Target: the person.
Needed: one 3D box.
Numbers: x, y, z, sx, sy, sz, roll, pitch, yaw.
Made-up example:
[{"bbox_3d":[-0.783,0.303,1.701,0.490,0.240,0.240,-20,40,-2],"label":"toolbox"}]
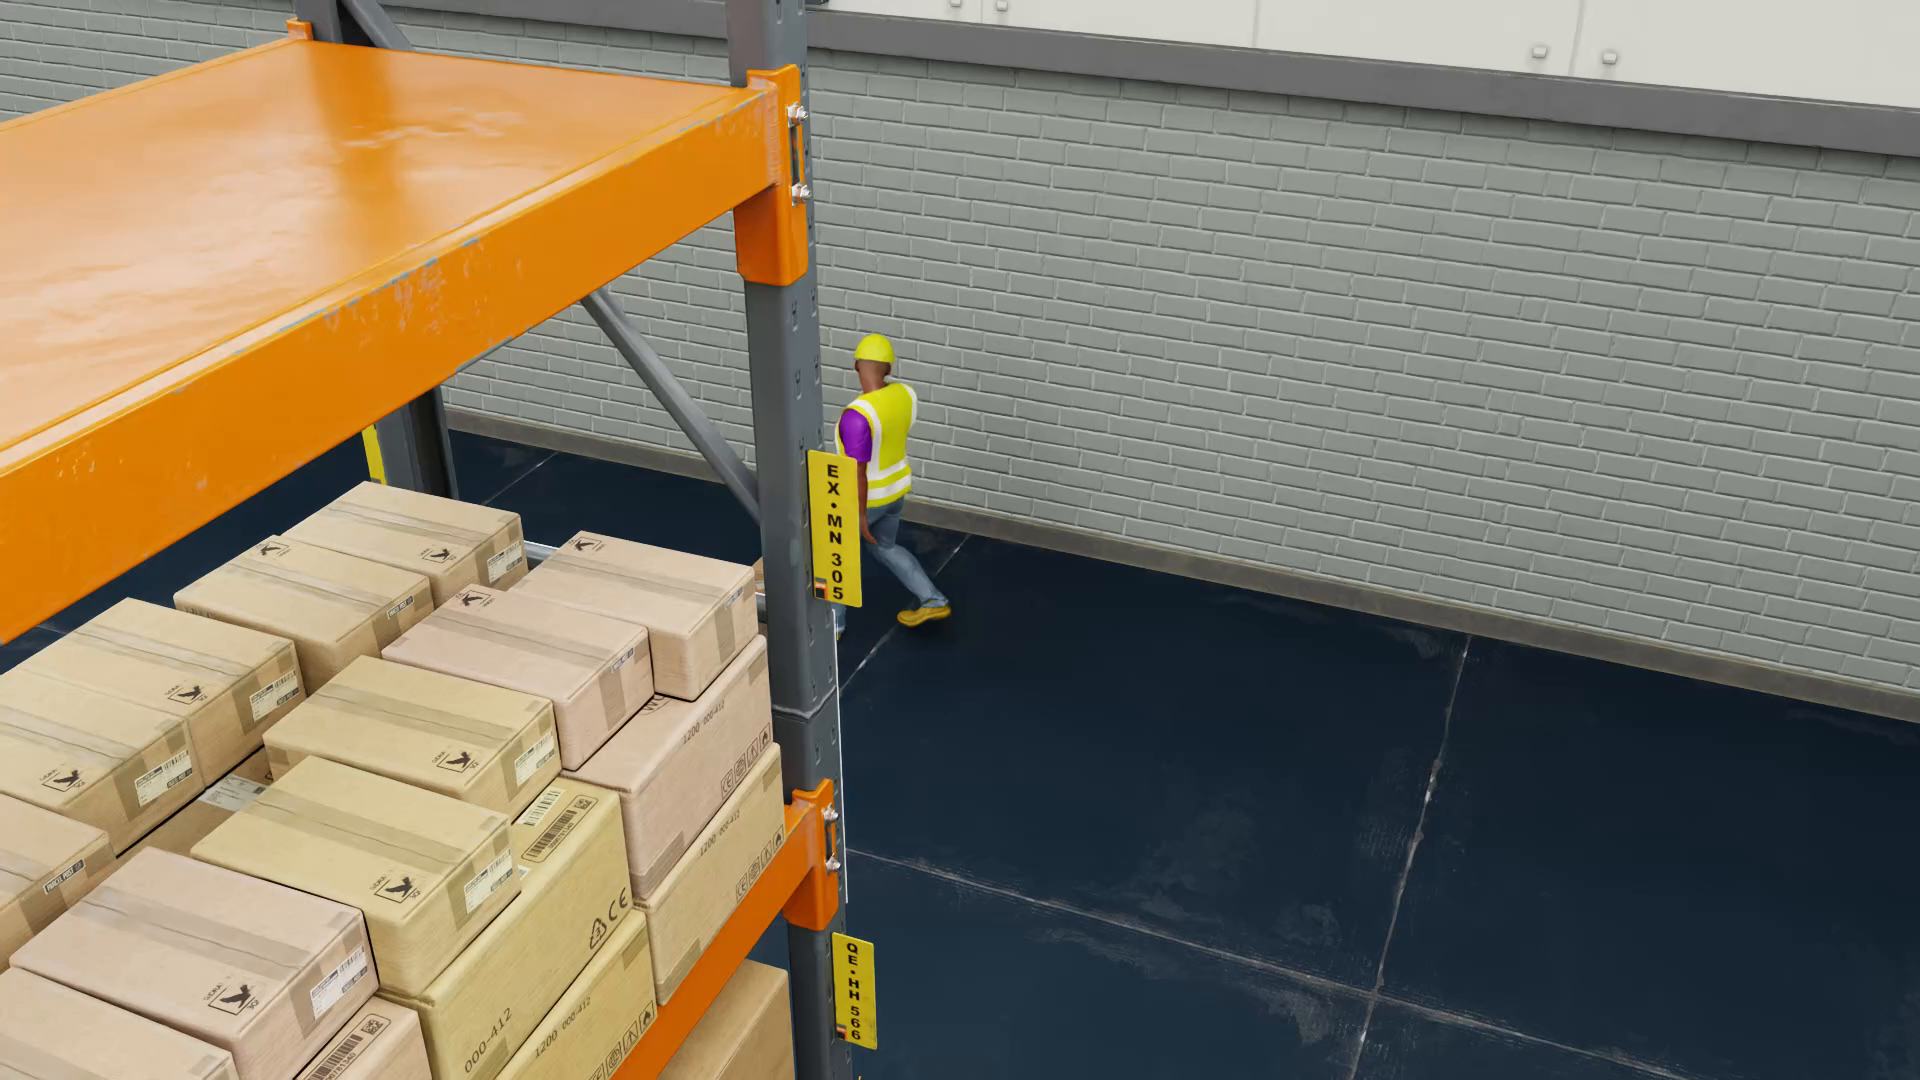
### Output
[{"bbox_3d":[-0.461,-0.258,8.834,0.792,1.730,0.586,20,35,31],"label":"person"}]
